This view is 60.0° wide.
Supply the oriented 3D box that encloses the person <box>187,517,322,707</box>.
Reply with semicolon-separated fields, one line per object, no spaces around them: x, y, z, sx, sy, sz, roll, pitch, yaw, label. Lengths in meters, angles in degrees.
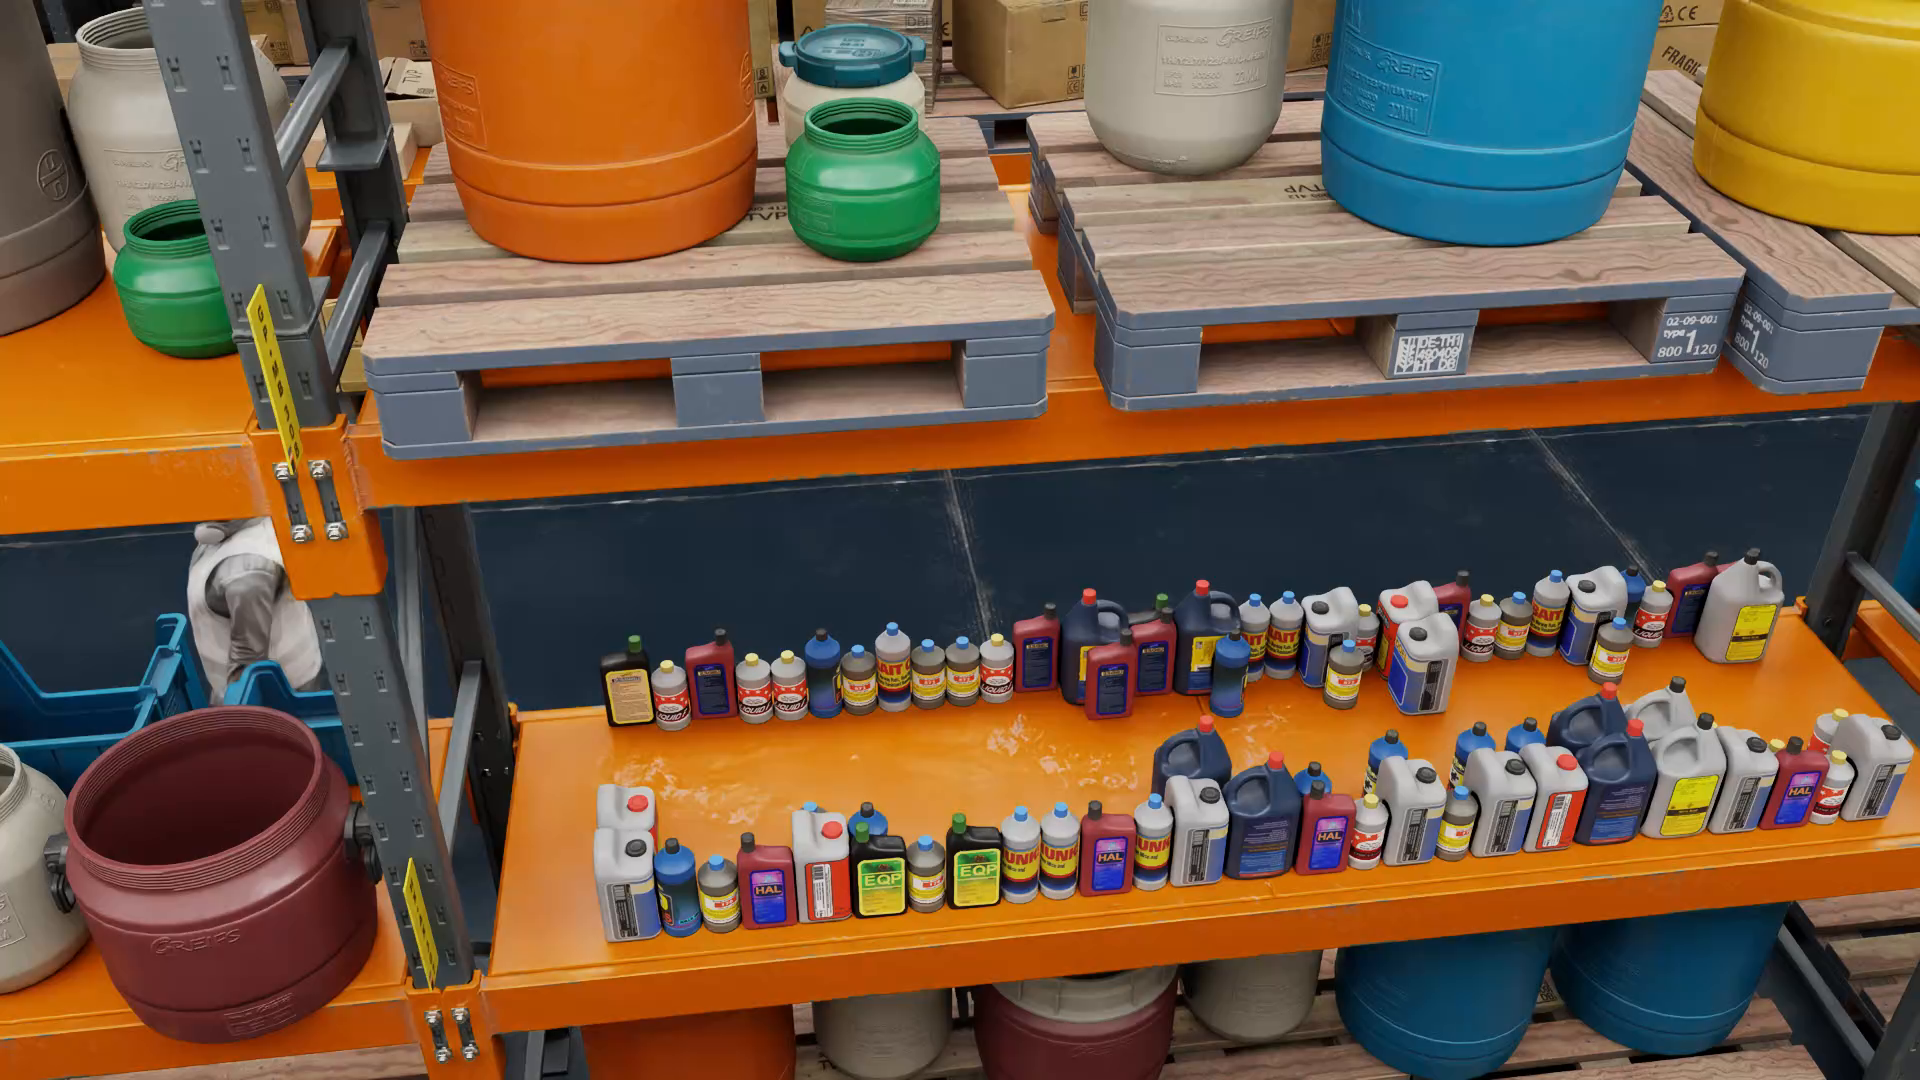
-2.328;0.437;5.479;0.472;1.805;0.535;-11;36;-16;person
